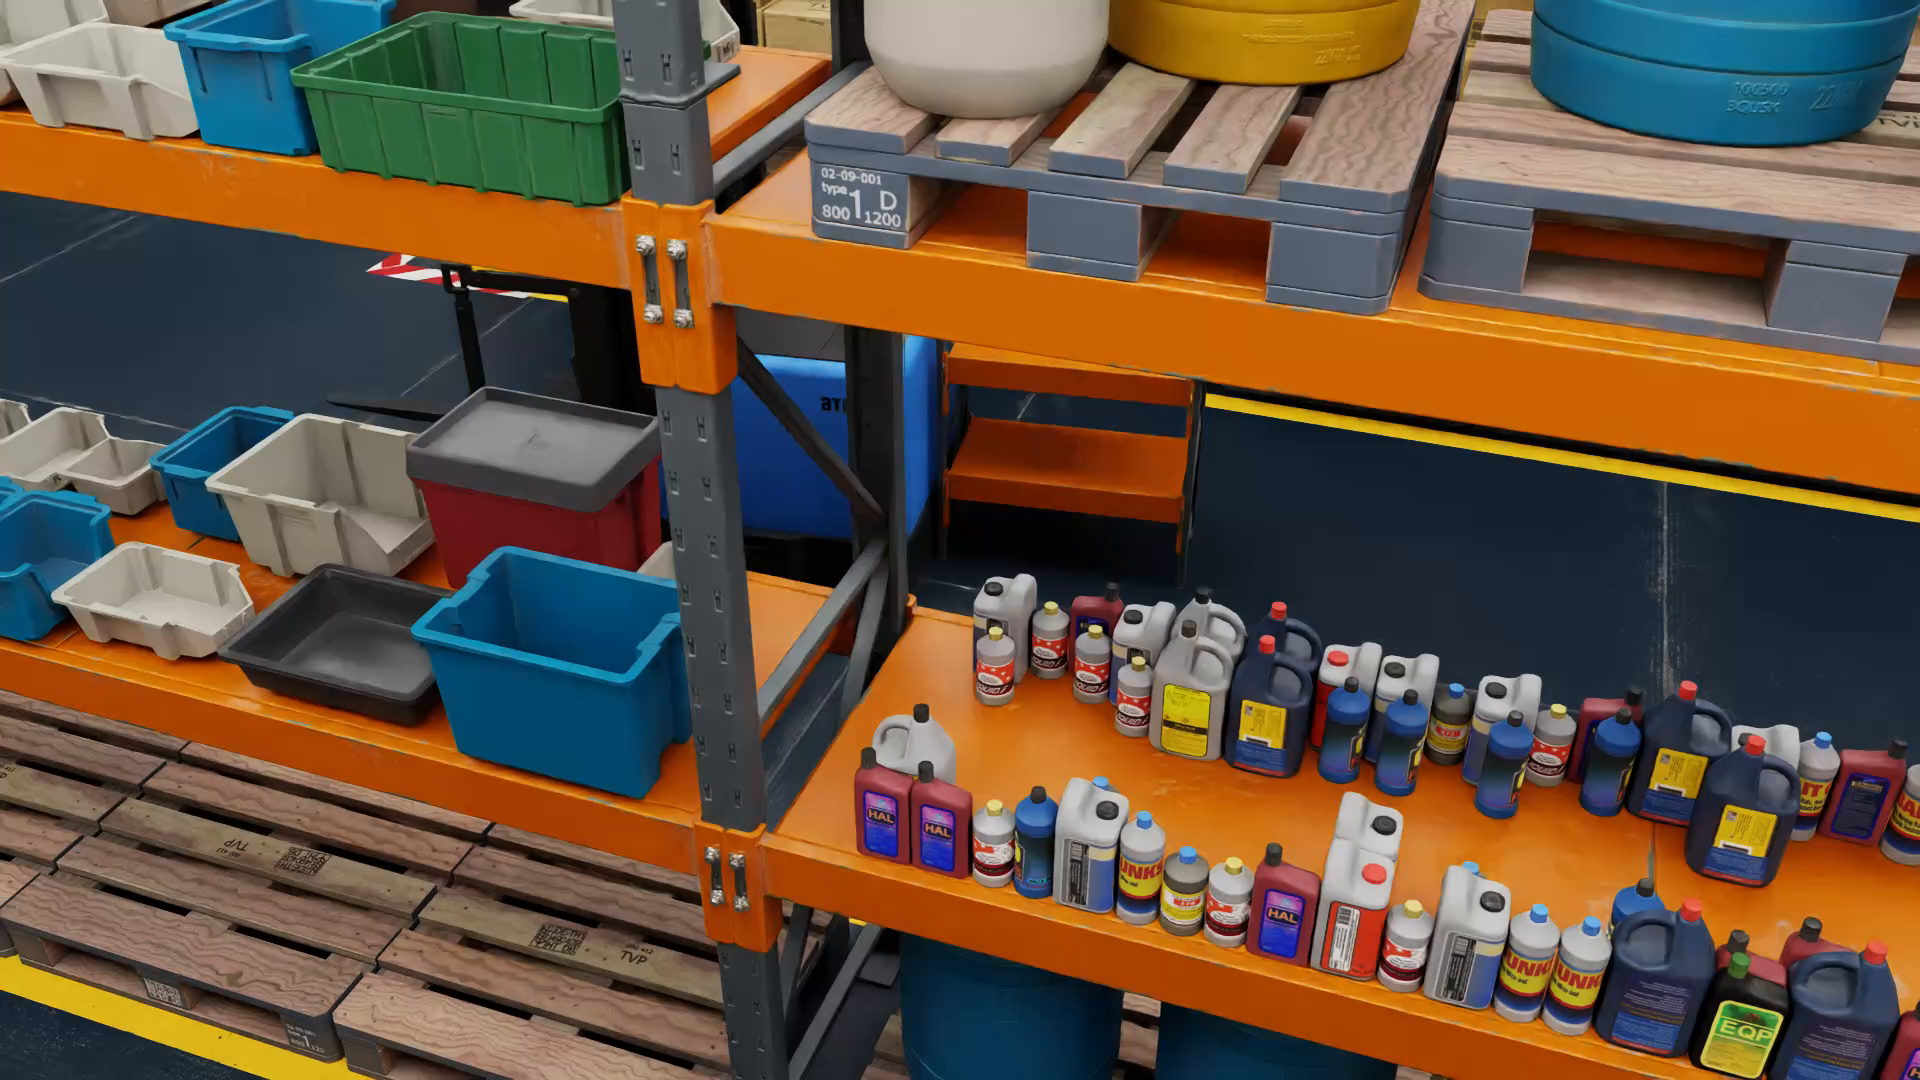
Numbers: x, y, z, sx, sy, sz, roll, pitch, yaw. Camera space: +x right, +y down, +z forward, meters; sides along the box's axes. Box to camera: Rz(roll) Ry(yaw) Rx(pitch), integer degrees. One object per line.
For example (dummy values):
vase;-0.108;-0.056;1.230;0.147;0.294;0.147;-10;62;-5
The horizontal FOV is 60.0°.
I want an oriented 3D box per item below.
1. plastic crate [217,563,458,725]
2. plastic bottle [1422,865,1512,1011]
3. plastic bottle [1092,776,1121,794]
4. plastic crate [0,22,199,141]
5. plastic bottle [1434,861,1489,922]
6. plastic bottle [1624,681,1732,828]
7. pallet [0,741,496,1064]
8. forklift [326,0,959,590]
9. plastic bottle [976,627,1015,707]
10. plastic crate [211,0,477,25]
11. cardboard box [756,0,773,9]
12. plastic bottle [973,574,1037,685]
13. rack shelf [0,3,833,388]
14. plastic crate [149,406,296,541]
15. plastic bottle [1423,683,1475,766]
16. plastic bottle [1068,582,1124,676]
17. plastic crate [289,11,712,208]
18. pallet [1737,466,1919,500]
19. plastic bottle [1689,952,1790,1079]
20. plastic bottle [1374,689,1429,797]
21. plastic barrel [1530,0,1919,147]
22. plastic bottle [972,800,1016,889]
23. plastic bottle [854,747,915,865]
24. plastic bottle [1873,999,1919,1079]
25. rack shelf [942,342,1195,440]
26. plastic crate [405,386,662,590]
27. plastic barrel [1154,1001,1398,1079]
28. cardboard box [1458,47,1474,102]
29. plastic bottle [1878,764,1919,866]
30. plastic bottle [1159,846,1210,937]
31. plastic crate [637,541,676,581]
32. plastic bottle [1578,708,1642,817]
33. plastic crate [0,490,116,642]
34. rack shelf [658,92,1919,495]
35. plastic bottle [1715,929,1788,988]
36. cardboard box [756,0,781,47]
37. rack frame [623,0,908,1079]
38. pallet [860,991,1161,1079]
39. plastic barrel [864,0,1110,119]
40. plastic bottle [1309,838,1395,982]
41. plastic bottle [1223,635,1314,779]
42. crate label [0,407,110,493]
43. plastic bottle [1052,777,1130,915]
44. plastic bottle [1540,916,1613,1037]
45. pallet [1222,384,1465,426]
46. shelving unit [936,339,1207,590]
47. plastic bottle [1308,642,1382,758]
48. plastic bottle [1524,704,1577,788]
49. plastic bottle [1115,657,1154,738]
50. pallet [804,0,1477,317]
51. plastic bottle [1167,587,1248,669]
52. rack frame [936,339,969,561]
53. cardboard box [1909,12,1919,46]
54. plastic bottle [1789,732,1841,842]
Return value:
plastic crate;-1.511;0.275;4.256;0.590;0.125;0.437;11;34;16
plastic bottle;1.031;0.796;3.366;0.135;0.276;0.152;11;34;16
plastic bottle;0.310;0.615;3.715;0.097;0.201;0.097;0;33;0
plastic crate;-1.692;-0.935;3.411;0.466;0.136;0.293;11;34;16
plastic bottle;1.055;0.760;3.490;0.097;0.201;0.097;0;33;0
plastic bottle;1.646;0.476;3.793;0.185;0.351;0.144;11;34;16
pallet;-2.224;1.087;5.372;1.213;0.211;1.003;11;34;16
forklift;-1.576;-1.386;6.695;3.031;2.935;1.130;7;33;10
plastic bottle;0.089;0.310;4.187;0.097;0.201;0.097;0;33;0
plastic crate;-1.443;-1.320;3.884;0.590;0.269;0.497;11;34;16
cardboard box;-1.140;-2.976;8.267;0.500;0.500;0.500;10;34;15
plastic bottle;0.114;0.212;4.271;0.135;0.276;0.152;11;34;16
rack shelf;-2.249;-1.071;4.042;4.000;0.370;1.077;11;34;16
plastic crate;-2.112;-0.189;4.877;0.300;0.233;0.416;11;34;16
plastic bottle;1.177;0.434;3.995;0.097;0.201;0.097;0;33;0
plastic bottle;0.347;0.228;4.239;0.133;0.283;0.061;11;34;16
plastic crate;-0.867;-0.842;3.218;0.662;0.188;0.450;11;34;16
pallet;4.353;-0.556;7.916;1.213;0.211;1.003;11;34;16
plastic bottle;1.499;0.910;3.183;0.133;0.283;0.061;11;34;16
plastic bottle;1.034;0.465;3.884;0.097;0.271;0.097;0;33;0
plastic barrel;1.292;-1.160;2.667;0.708;0.901;0.600;11;34;16
plastic bottle;0.075;0.657;3.650;0.097;0.201;0.097;0;33;0
plastic bottle;-0.165;0.587;3.684;0.133;0.283;0.061;11;34;16
plastic bottle;1.798;0.968;3.092;0.133;0.283;0.061;11;34;16
rack shelf;0.470;-0.703;6.763;1.000;0.278;0.538;7;33;10
plastic crate;-1.122;-0.091;4.511;0.583;0.464;0.402;11;34;16
plastic barrel;0.806;1.196;4.180;0.708;0.901;0.600;11;34;16
cardboard box;2.127;-2.015;7.513;0.500;0.500;0.500;11;34;17
plastic bottle;2.131;0.590;3.689;0.097;0.271;0.097;0;33;0
plastic bottle;0.477;0.735;3.529;0.097;0.201;0.097;0;33;0
plastic crate;-0.756;0.180;4.393;0.243;0.136;0.396;11;34;16
plastic bottle;1.501;0.503;3.825;0.097;0.271;0.097;0;33;0
plastic crate;-2.489;0.075;4.468;0.300;0.233;0.416;11;34;16
rack shelf;1.516;-0.339;2.908;4.000;0.370;1.077;11;34;16
plastic bottle;1.519;0.879;3.231;0.133;0.283;0.061;11;34;16
cardboard box;-1.137;-2.659;8.467;0.500;0.250;0.500;10;34;15
rack frame;-0.366;0.253;4.093;0.127;3.000;1.000;11;34;16
pallet;0.346;1.587;4.598;1.213;0.211;1.003;11;34;16
plastic barrel;0.044;-1.017;2.781;0.433;0.535;0.433;0;33;0
plastic bottle;0.812;0.753;3.432;0.135;0.276;0.152;11;34;16
plastic bottle;0.735;0.382;3.939;0.185;0.351;0.144;11;34;16
crate label;-2.765;-0.238;5.041;0.243;0.136;0.396;11;34;16
plastic bottle;0.285;0.651;3.591;0.135;0.276;0.152;11;34;16
plastic bottle;1.222;0.851;3.285;0.097;0.271;0.097;0;33;0
pallet;2.056;-1.002;8.608;1.213;0.211;1.003;11;34;16
shelving unit;0.470;-0.457;6.921;1.048;1.125;0.538;7;33;10
plastic bottle;0.932;0.371;4.024;0.135;0.276;0.152;11;34;16
plastic bottle;1.396;0.477;3.930;0.097;0.201;0.097;0;33;0
plastic bottle;0.433;0.377;4.084;0.097;0.201;0.097;0;33;0
pallet;0.404;-0.835;3.186;1.003;0.211;1.213;11;34;16
plastic bottle;0.609;0.274;4.105;0.185;0.351;0.144;11;34;16
rack frame;-0.027;-0.515;7.010;0.032;1.125;0.500;7;33;10
cardboard box;3.775;-2.271;6.984;0.637;0.503;0.797;12;35;18
plastic bottle;1.914;0.548;3.755;0.097;0.271;0.097;0;33;0
